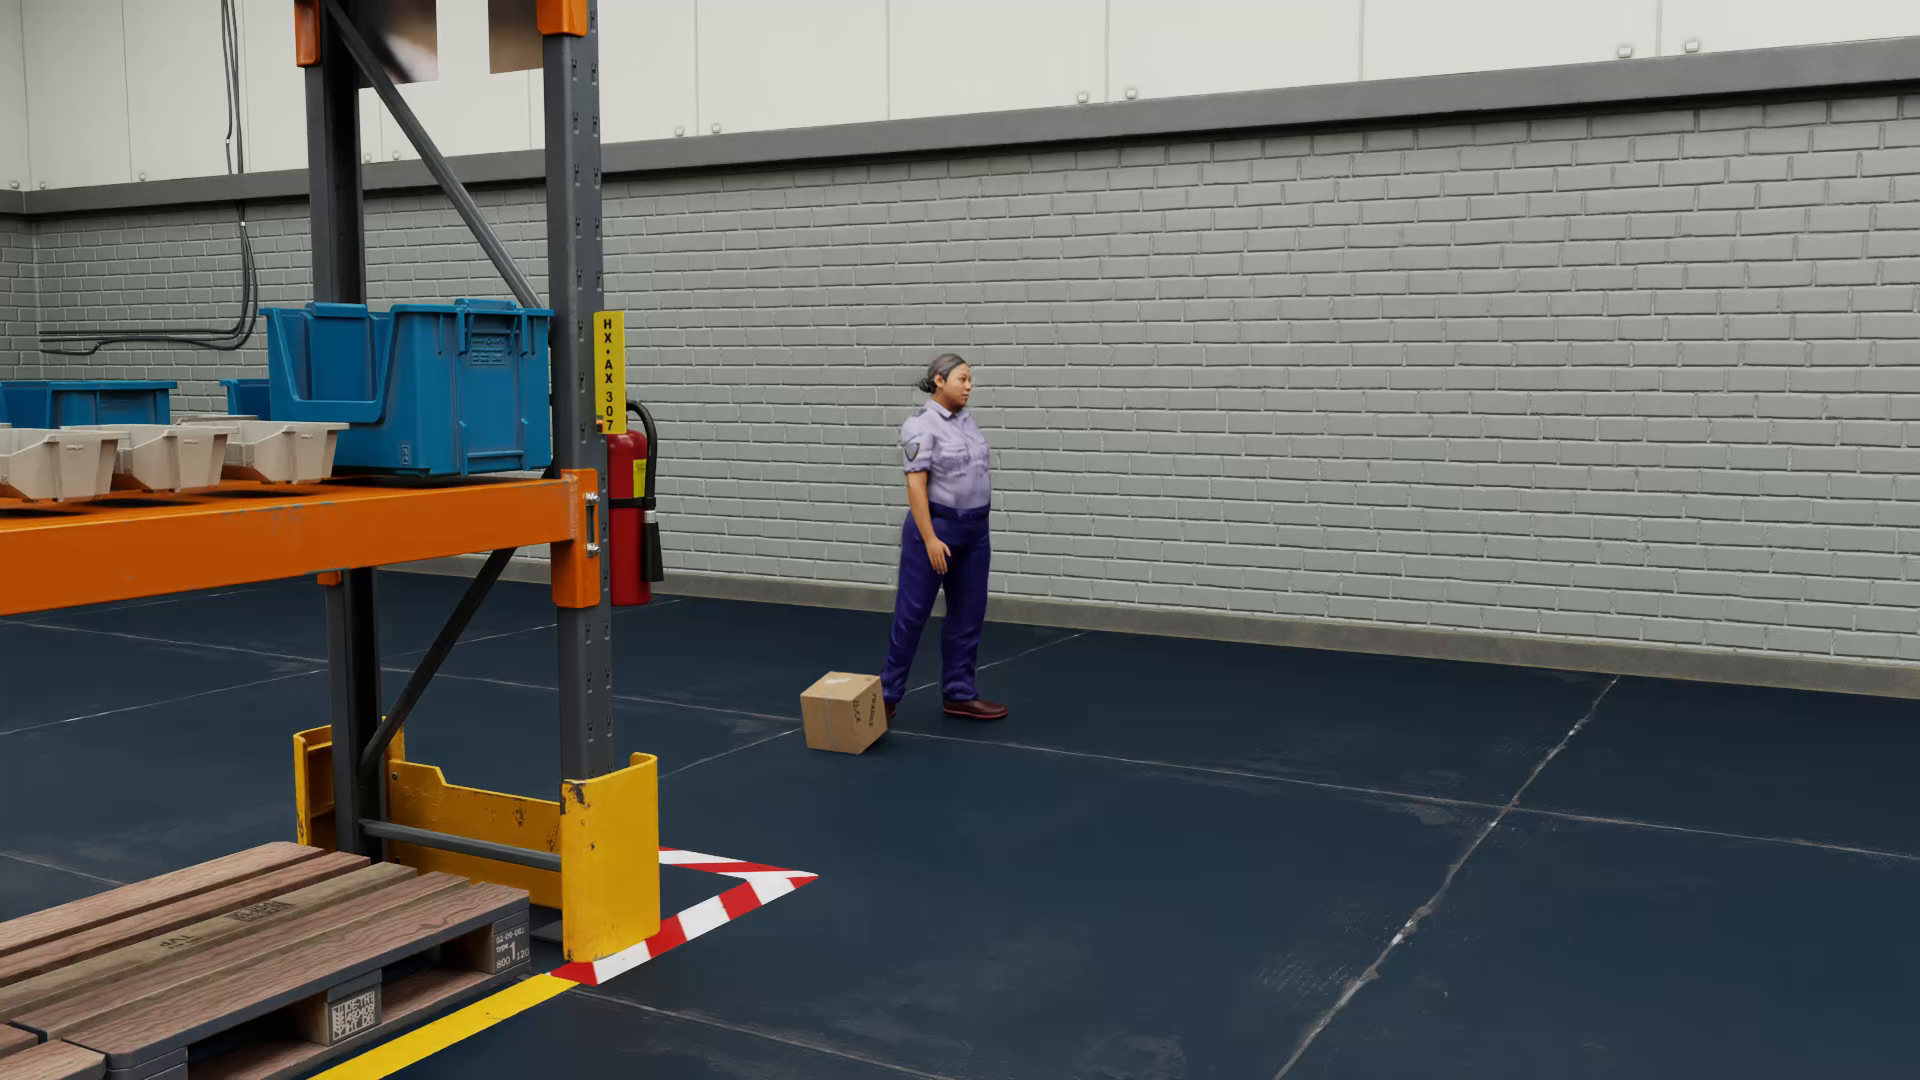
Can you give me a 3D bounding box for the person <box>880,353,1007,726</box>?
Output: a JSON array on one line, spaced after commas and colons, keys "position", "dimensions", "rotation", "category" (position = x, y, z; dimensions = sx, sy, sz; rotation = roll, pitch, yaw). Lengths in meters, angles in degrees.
[{"position": [-0.132, 0.003, 7.367], "dimensions": [0.446, 1.652, 0.678], "rotation": [5, 8, 39], "category": "person"}]
